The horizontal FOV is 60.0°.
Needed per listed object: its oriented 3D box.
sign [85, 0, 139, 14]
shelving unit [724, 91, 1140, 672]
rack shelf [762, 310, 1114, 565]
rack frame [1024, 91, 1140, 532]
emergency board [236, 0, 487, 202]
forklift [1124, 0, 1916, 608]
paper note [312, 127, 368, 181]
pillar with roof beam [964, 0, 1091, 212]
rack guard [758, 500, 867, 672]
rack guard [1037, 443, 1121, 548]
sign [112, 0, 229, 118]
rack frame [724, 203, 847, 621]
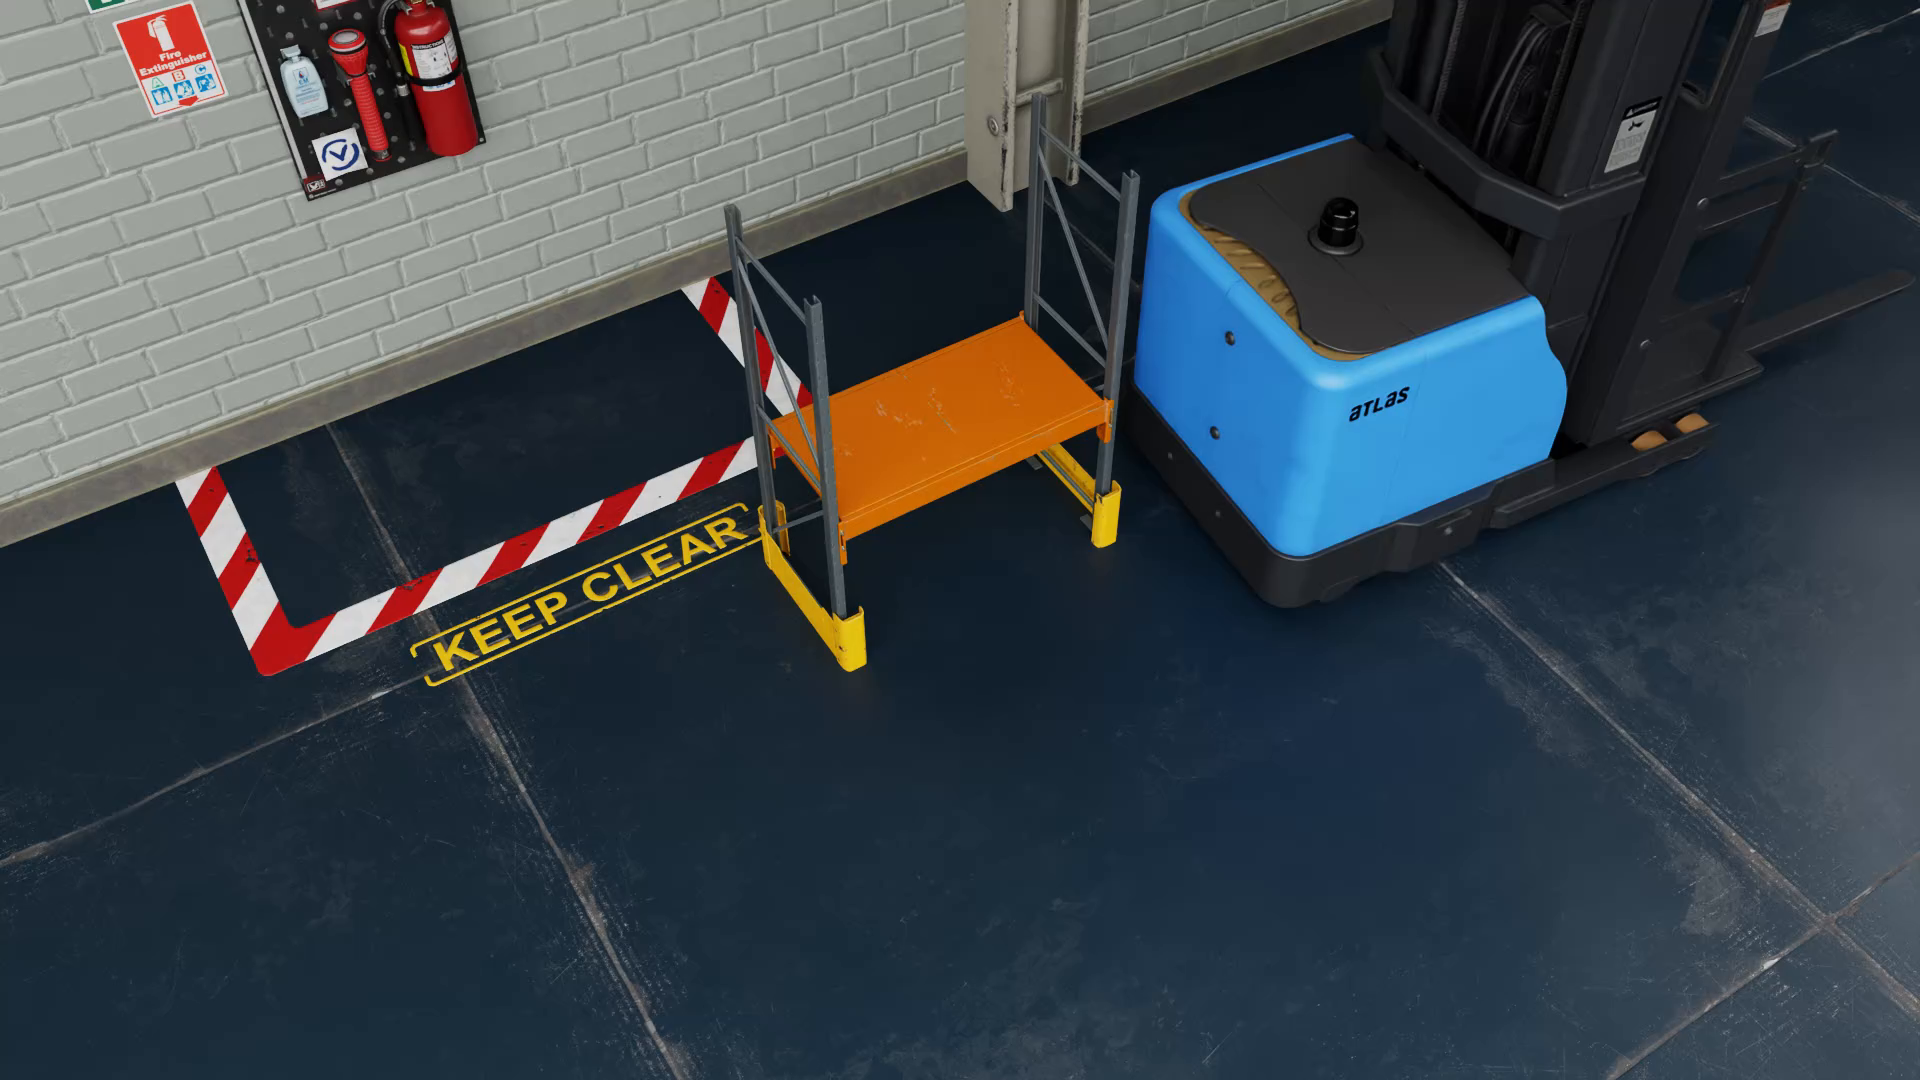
[{"bbox_3d":[-2.362,-1.616,4.802,0.331,0.109,0.001,-25,53,-21],"label":"sign"},{"bbox_3d":[-0.064,-0.468,5.163,1.083,1.500,0.587,-25,53,-21],"label":"shelving unit"},{"bbox_3d":[-0.072,-0.345,5.294,1.000,0.185,0.538,-25,53,-21],"label":"rack shelf"},{"bbox_3d":[0.358,-0.667,5.340,0.032,1.500,0.500,-25,53,-21],"label":"rack frame"},{"bbox_3d":[-1.848,-1.587,5.154,0.643,1.169,0.194,-25,53,-21],"label":"emergency board"},{"bbox_3d":[2.146,-1.535,5.155,3.031,2.935,1.130,-21,52,-17],"label":"forklift"},{"bbox_3d":[-2.034,-1.267,5.459,0.142,0.148,0.016,-25,53,-21],"label":"paper note"},{"bbox_3d":[2.560,-1.823,1.348,0.400,9.000,9.100,-25,53,-21],"label":"pillar with roof beam"},{"bbox_3d":[-0.486,0.146,5.453,0.087,0.250,0.587,-25,53,-21],"label":"rack guard"},{"bbox_3d":[0.357,-0.251,5.806,0.087,0.250,0.587,-25,53,-21],"label":"rack guard"},{"bbox_3d":[-2.370,-1.443,5.003,0.234,0.329,0.001,-25,53,-21],"label":"sign"},{"bbox_3d":[-0.502,-0.262,4.979,0.032,1.500,0.500,-25,53,-21],"label":"rack frame"}]
